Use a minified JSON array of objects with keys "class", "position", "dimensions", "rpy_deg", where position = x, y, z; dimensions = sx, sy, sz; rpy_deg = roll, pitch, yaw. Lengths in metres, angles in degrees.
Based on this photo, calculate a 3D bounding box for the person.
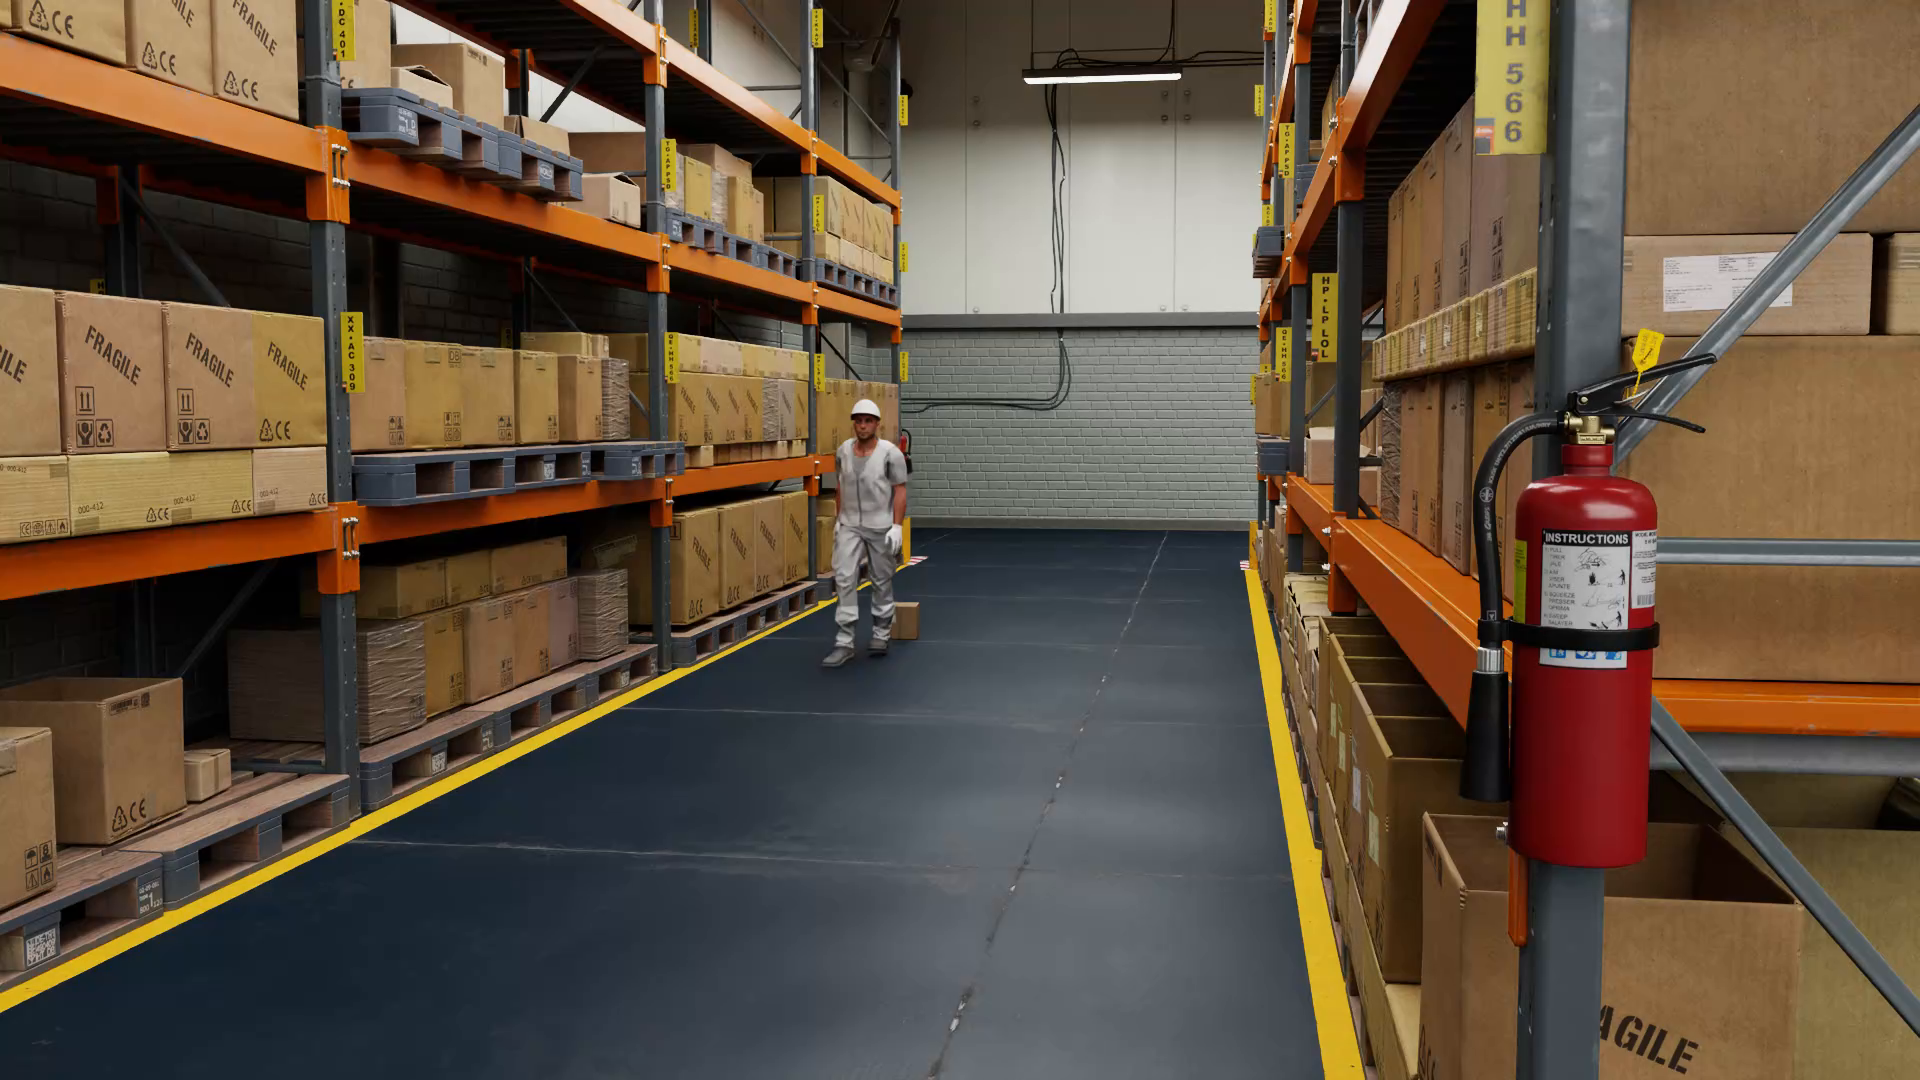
[{"class":"person","position":[-0.636,-0.066,11.289],"dimensions":[0.577,1.776,0.825],"rpy_deg":[1,5,12]}]
